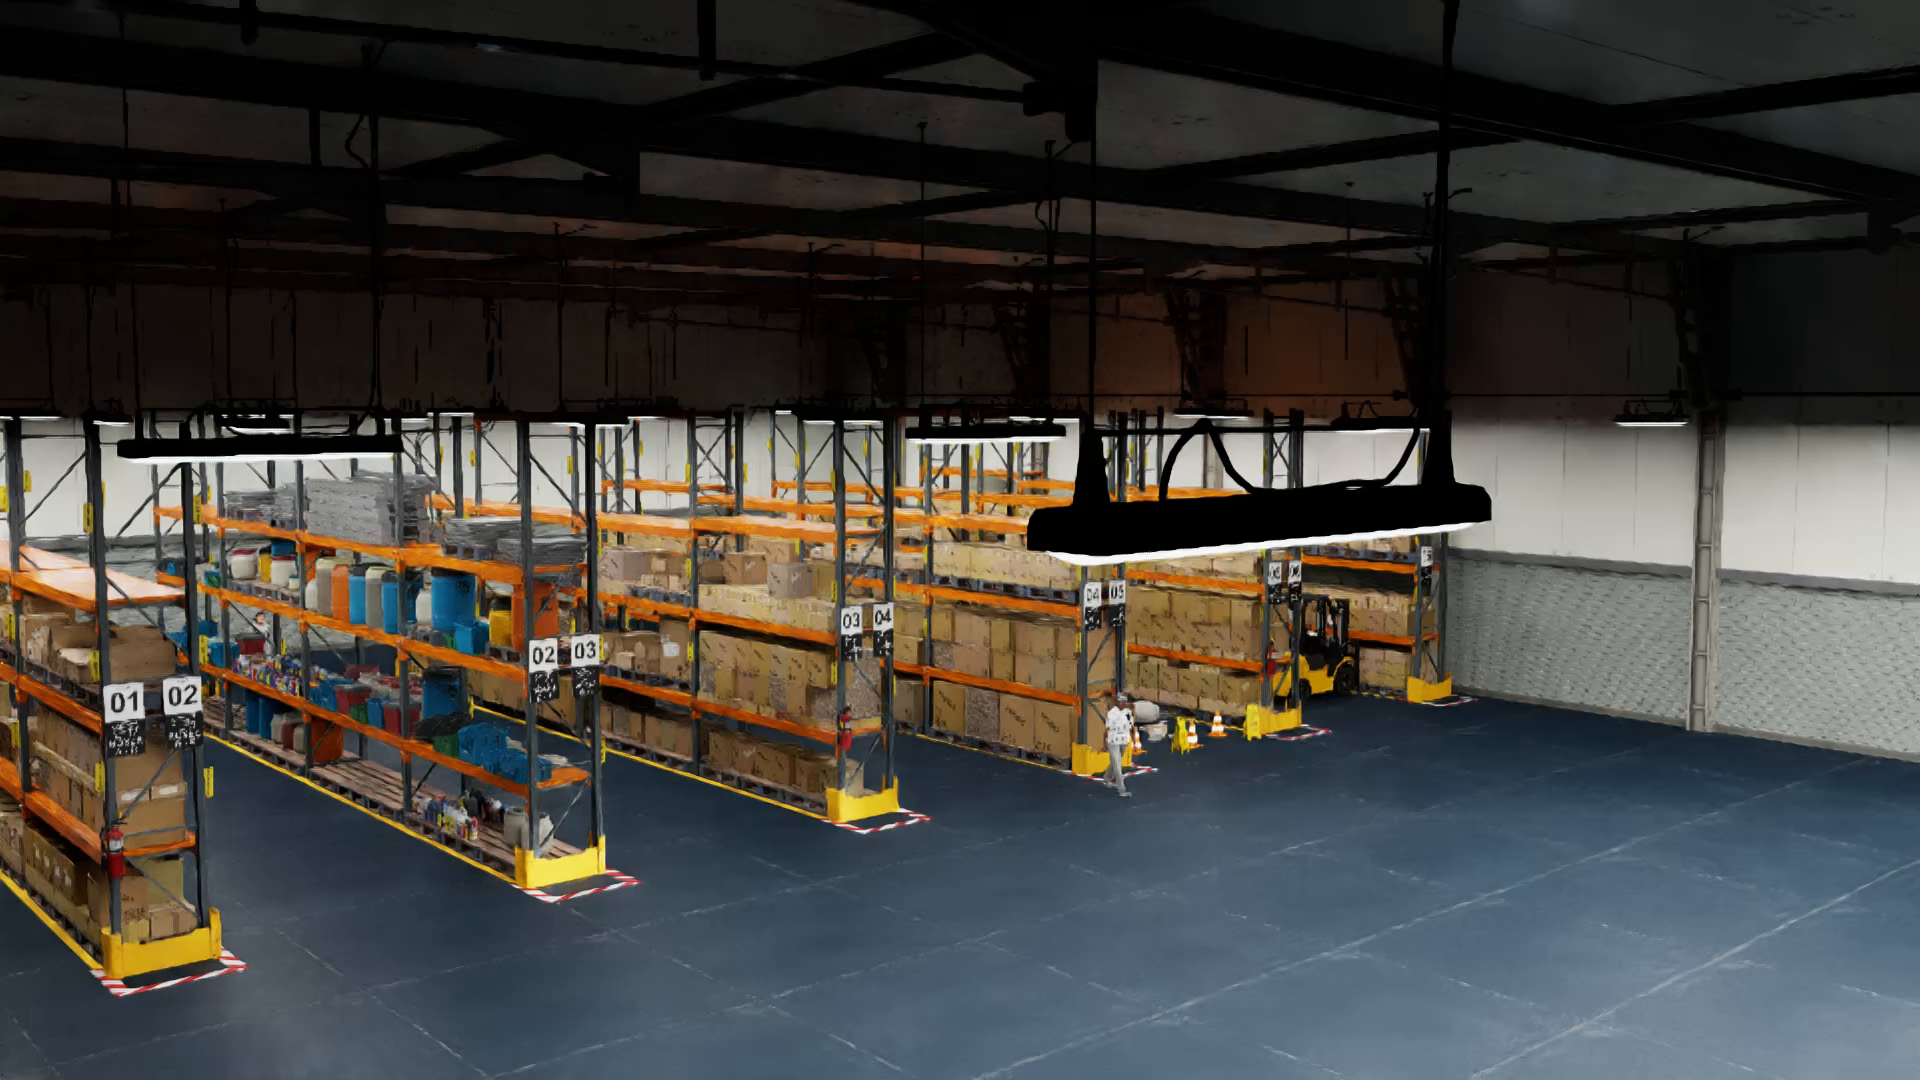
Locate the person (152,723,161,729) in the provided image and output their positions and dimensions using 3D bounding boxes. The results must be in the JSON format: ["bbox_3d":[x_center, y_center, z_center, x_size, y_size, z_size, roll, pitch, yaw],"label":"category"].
[{"bbox_3d":[-13.515,3.005,27.662,0.645,1.763,0.464,2,5,23],"label":"person"}]

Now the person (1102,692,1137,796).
[{"bbox_3d":[2.530,3.192,26.343,0.441,1.623,1.000,-3,6,-32],"label":"person"}]

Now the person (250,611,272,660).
[{"bbox_3d":[-15.296,2.329,36.369,0.446,1.590,1.109,-4,6,-38],"label":"person"}]
